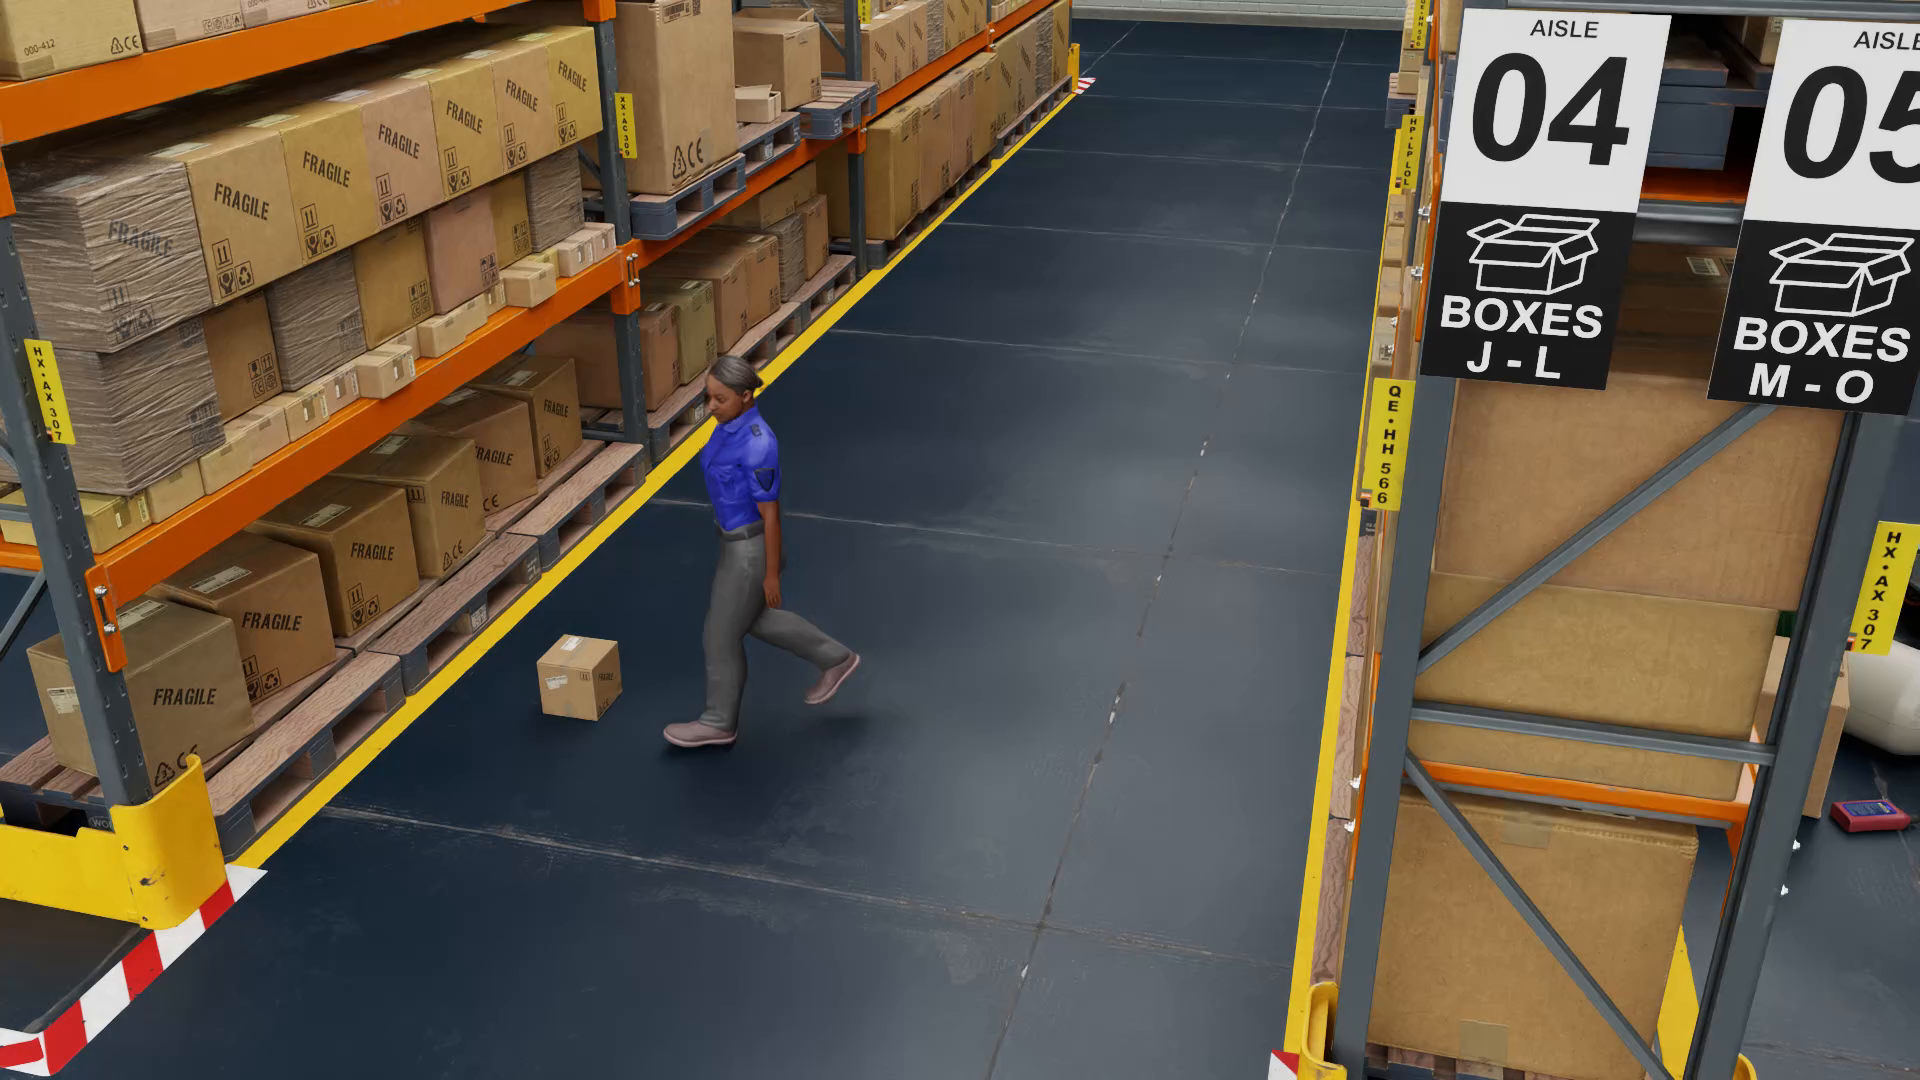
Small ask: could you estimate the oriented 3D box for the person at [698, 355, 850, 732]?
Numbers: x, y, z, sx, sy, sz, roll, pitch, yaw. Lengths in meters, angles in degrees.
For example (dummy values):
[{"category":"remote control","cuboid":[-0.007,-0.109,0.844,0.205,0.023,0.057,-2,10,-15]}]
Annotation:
[{"category":"person","cuboid":[-0.759,-0.001,6.541,0.652,1.575,0.482,-6,26,-12]}]
